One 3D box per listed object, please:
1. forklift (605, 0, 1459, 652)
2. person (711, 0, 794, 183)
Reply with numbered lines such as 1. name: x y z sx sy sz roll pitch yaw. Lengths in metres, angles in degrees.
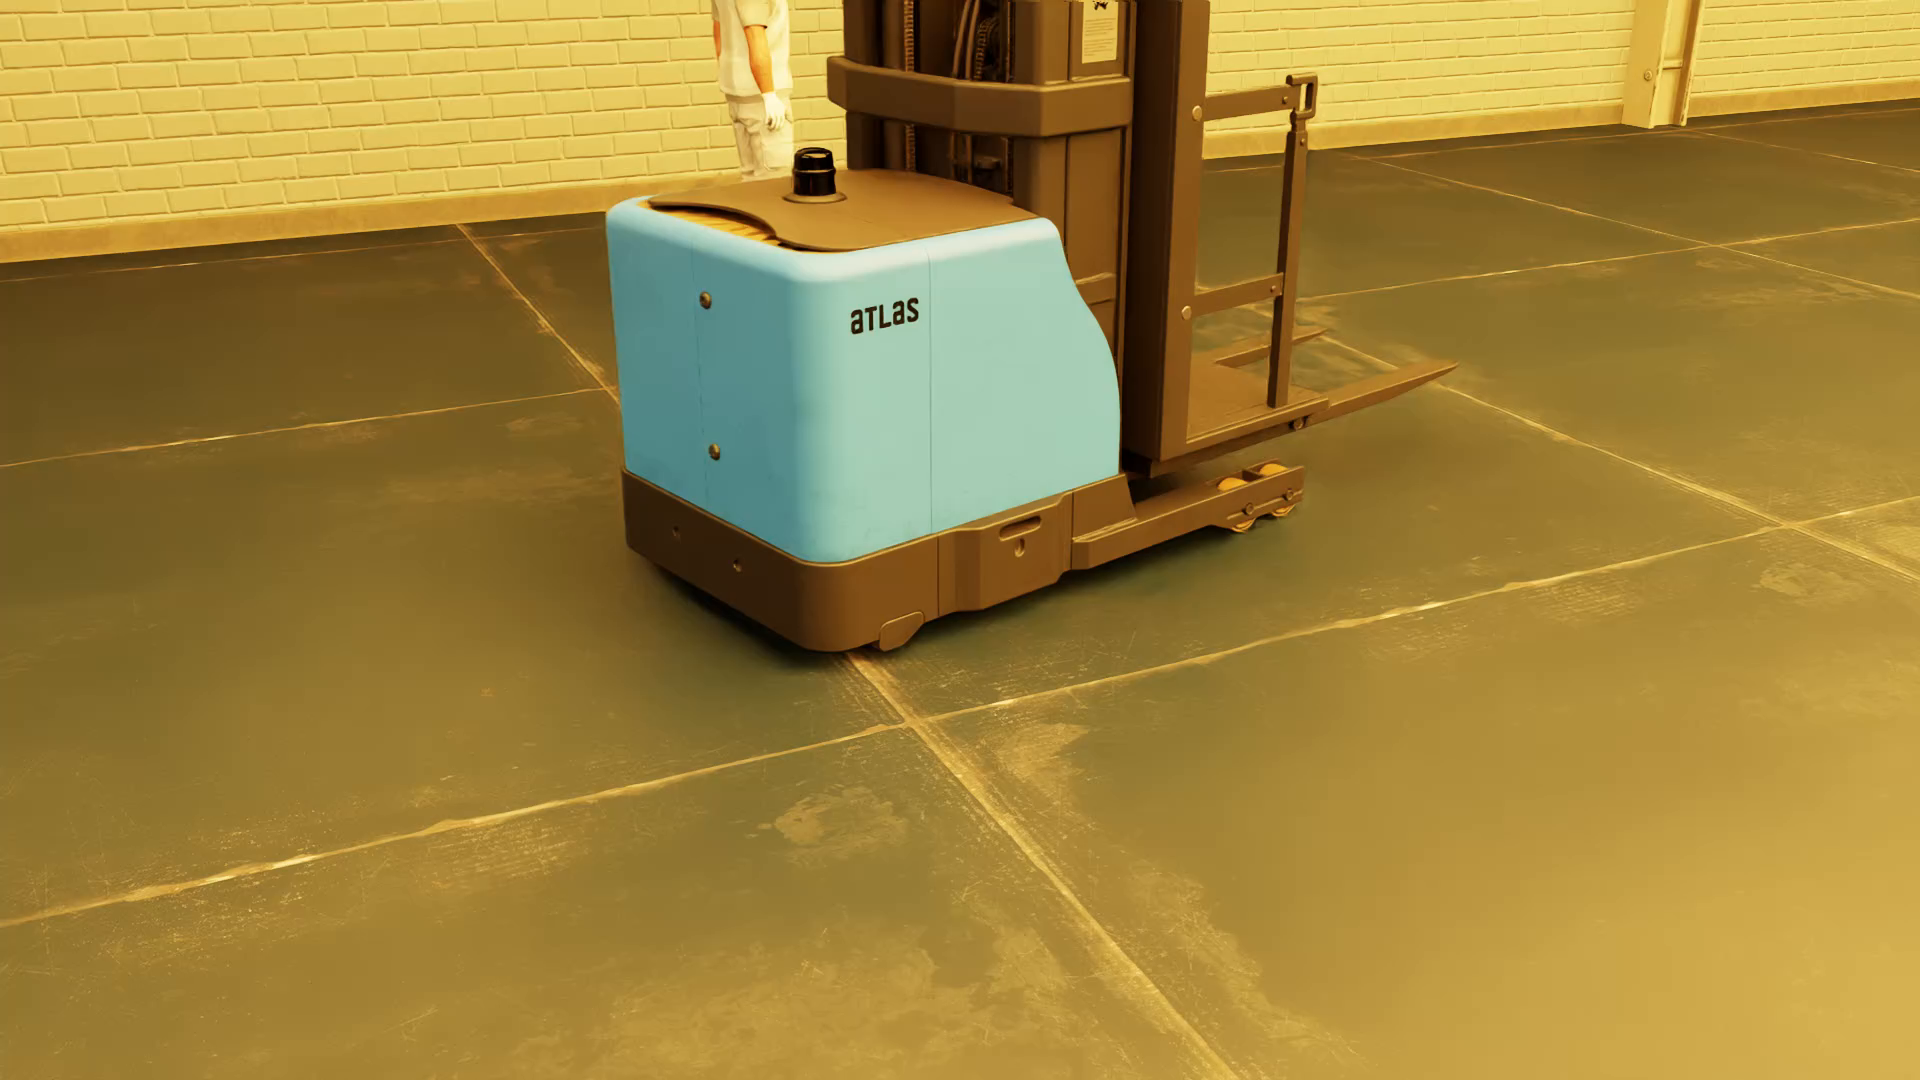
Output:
1. forklift: 0.463 -1.515 4.934 3.031 2.935 1.130 -18 29 -37
2. person: -0.910 -2.057 7.728 0.383 1.794 0.626 -11 25 -24
